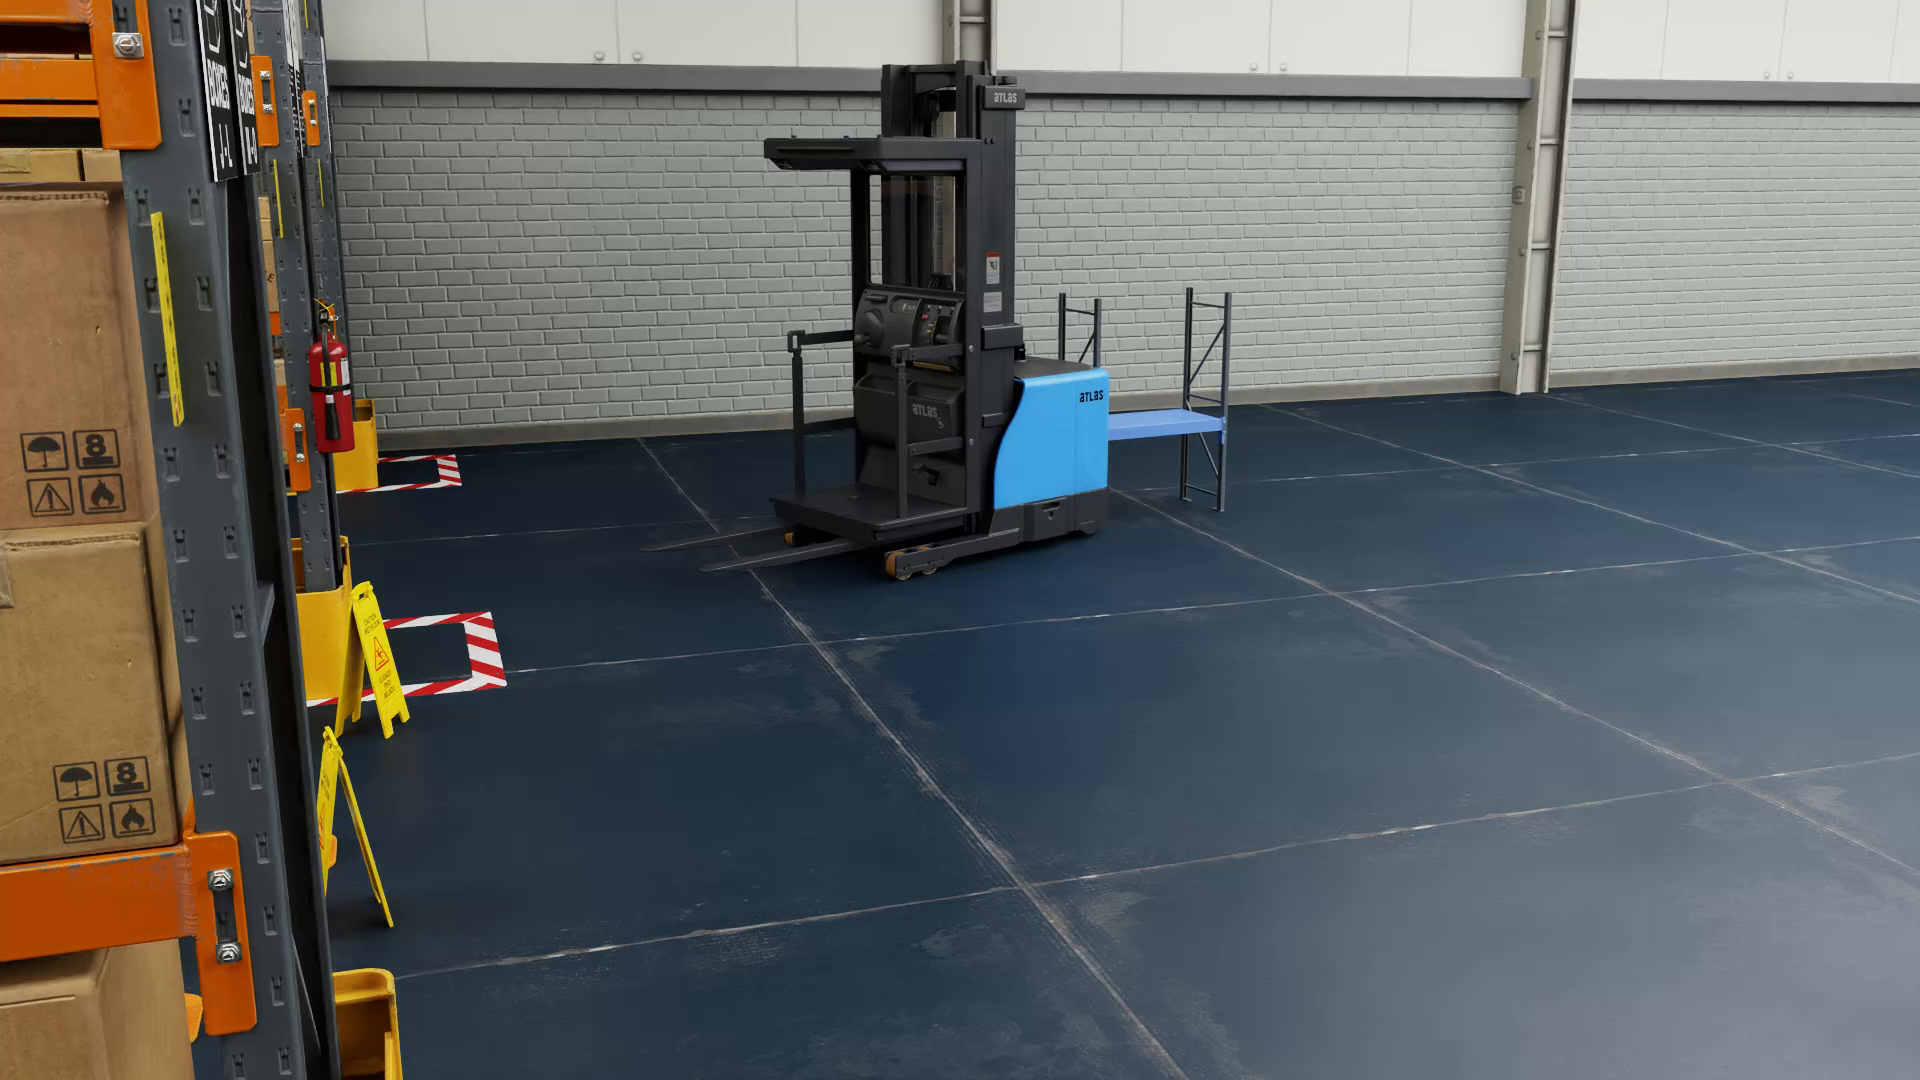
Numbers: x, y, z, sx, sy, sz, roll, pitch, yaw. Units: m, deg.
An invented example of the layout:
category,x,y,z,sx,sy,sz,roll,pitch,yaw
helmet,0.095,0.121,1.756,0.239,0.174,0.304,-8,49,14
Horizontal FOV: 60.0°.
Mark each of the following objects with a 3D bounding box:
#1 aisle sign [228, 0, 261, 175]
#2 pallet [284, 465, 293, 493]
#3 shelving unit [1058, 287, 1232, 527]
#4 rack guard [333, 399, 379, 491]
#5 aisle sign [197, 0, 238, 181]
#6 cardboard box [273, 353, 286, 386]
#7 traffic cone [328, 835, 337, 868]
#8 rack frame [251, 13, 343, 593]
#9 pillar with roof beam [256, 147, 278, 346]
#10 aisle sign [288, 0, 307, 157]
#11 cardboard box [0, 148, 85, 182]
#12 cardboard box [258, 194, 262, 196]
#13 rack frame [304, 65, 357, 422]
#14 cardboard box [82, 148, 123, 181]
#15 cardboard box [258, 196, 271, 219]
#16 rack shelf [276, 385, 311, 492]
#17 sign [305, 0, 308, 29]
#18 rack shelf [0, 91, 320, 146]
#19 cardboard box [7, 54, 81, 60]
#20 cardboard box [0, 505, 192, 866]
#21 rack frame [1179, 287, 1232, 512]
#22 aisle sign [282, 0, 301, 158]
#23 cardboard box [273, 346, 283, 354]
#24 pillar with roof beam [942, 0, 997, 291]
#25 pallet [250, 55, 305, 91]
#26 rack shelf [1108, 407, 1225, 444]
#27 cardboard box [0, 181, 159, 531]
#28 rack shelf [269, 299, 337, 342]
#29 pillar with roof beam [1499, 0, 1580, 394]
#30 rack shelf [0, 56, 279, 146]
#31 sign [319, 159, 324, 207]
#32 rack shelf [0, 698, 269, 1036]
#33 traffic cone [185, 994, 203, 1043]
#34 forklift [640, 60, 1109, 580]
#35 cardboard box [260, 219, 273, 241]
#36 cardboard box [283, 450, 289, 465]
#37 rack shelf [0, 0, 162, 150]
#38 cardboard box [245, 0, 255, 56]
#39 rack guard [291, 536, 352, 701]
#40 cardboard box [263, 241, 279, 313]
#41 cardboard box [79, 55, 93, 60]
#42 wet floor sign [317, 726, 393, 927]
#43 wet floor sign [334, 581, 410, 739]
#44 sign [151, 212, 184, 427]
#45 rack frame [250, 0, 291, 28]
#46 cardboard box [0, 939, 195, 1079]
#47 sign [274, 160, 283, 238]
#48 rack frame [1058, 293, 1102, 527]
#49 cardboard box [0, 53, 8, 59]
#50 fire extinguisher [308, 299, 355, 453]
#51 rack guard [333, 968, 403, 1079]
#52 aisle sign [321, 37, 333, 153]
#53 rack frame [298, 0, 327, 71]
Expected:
category,x,y,z,sx,sy,sz,roll,pitch,yaw
aisle sign,-1.423,-1.121,3.256,0.004,0.787,0.394,-4,14,-18
pallet,-5.367,-0.530,12.414,1.213,0.211,1.003,-4,14,-18
shelving unit,1.240,-0.923,11.280,1.048,1.500,0.538,-7,15,-26
rack guard,-4.633,-0.738,12.664,0.348,0.500,1.175,-4,14,-18
aisle sign,-1.231,-0.990,2.703,0.004,0.787,0.394,-4,14,-18
cardboard box,-4.992,-1.203,12.090,0.500,0.250,0.500,-4,14,-16
traffic cone,-2.389,0.904,5.844,0.334,0.463,0.336,-4,14,-18
rack frame,-3.069,-0.864,7.791,0.127,3.000,1.000,-4,14,-18
pillar with roof beam,-4.230,-4.073,8.318,0.400,9.000,9.100,-4,14,-18
aisle sign,-3.109,-2.201,7.795,0.004,0.787,0.394,-4,14,-18
cardboard box,-3.965,-1.422,7.120,0.500,0.500,0.700,-4,14,-18
cardboard box,-5.314,-2.477,12.314,0.250,0.149,0.380,-4,14,-16
rack frame,-4.655,-1.952,12.367,0.127,3.000,1.000,-4,14,-18
cardboard box,-3.483,-1.458,7.270,0.500,0.500,0.700,-5,14,-19
cardboard box,-4.928,-2.388,11.940,0.250,0.149,0.380,-4,14,-18
rack shelf,-4.964,-0.366,7.254,4.000,0.370,1.077,-4,14,-18
sign,-4.496,-3.683,11.422,0.005,0.325,0.100,-4,14,-18
rack shelf,-6.551,-2.914,11.482,4.000,0.370,1.077,-4,14,-18
cardboard box,-3.806,-2.075,6.946,0.250,0.149,0.380,-4,14,-16
cardboard box,-1.732,0.179,3.084,0.550,0.550,0.875,-4,14,-18
rack frame,1.695,-0.975,11.501,0.032,1.500,0.500,-7,15,-26
aisle sign,-2.918,-2.069,7.242,0.004,0.787,0.394,-4,14,-18
cardboard box,-5.171,-1.311,12.546,0.500,0.250,0.500,-5,14,-19
pillar with roof beam,1.457,-4.515,10.180,0.400,9.000,9.100,-4,14,-18
pallet,-5.334,-3.322,11.834,1.213,0.211,1.003,-4,14,-18
rack shelf,1.240,-0.748,11.322,1.000,0.185,0.538,-7,15,-26
cardboard box,-1.758,-0.365,3.037,0.550,0.550,0.875,-4,14,-18
rack shelf,-6.551,-1.454,11.830,4.000,0.370,1.077,-4,14,-18
pillar with roof beam,7.144,-4.958,12.042,0.400,9.000,9.100,-4,14,-18
rack shelf,-4.964,-1.825,6.907,4.000,0.370,1.077,-4,14,-18
sign,-4.496,-2.510,11.701,0.005,0.325,0.100,-4,14,-18
rack shelf,-3.290,0.712,2.721,4.000,0.370,1.077,-4,14,-18
traffic cone,-2.351,1.177,4.697,0.334,0.463,0.336,-4,14,-18
forklift,-0.469,-1.330,9.899,3.031,2.935,1.130,-12,18,-40
cardboard box,-4.895,-2.229,11.914,0.250,0.149,0.380,-4,14,-17
cardboard box,-5.000,-0.715,12.199,0.500,0.250,0.500,-4,14,-18
rack shelf,-3.290,-0.747,2.374,4.000,0.370,1.077,-4,14,-18
cardboard box,-4.997,-3.627,11.586,0.500,0.500,0.500,-4,14,-16
rack guard,-3.141,0.358,8.057,0.348,0.500,1.175,-4,14,-18
cardboard box,-5.038,-1.907,11.960,0.500,0.500,0.500,-5,14,-19
cardboard box,-3.543,-2.087,6.997,0.250,0.149,0.380,-4,14,-18
wet floor sign,-1.998,0.924,5.366,0.232,0.644,0.267,-7,15,-28
wet floor sign,-2.547,0.502,7.136,0.232,0.644,0.267,0,13,1
sign,-1.234,-0.344,2.592,0.005,0.325,0.100,-4,14,-18
rack frame,-3.069,-3.782,7.097,0.127,3.000,1.000,-4,14,-18
cardboard box,-2.016,1.109,3.184,0.875,0.875,0.875,-4,14,-18
sign,-2.911,-1.457,7.103,0.005,0.325,0.100,-4,14,-18
rack frame,0.786,-0.870,11.059,0.032,1.500,0.500,-7,15,-26
cardboard box,-4.067,-2.071,6.929,0.250,0.149,0.380,-4,14,-18
fire extinguisher,-2.813,-0.733,7.411,0.183,0.674,0.296,-4,14,-18
rack guard,-1.372,1.429,3.555,0.348,0.500,1.175,-4,14,-18
aisle sign,-4.500,-3.157,11.816,0.004,0.787,0.394,-4,14,-18
rack frame,-4.655,-4.871,11.673,0.127,3.000,1.000,-4,14,-18
